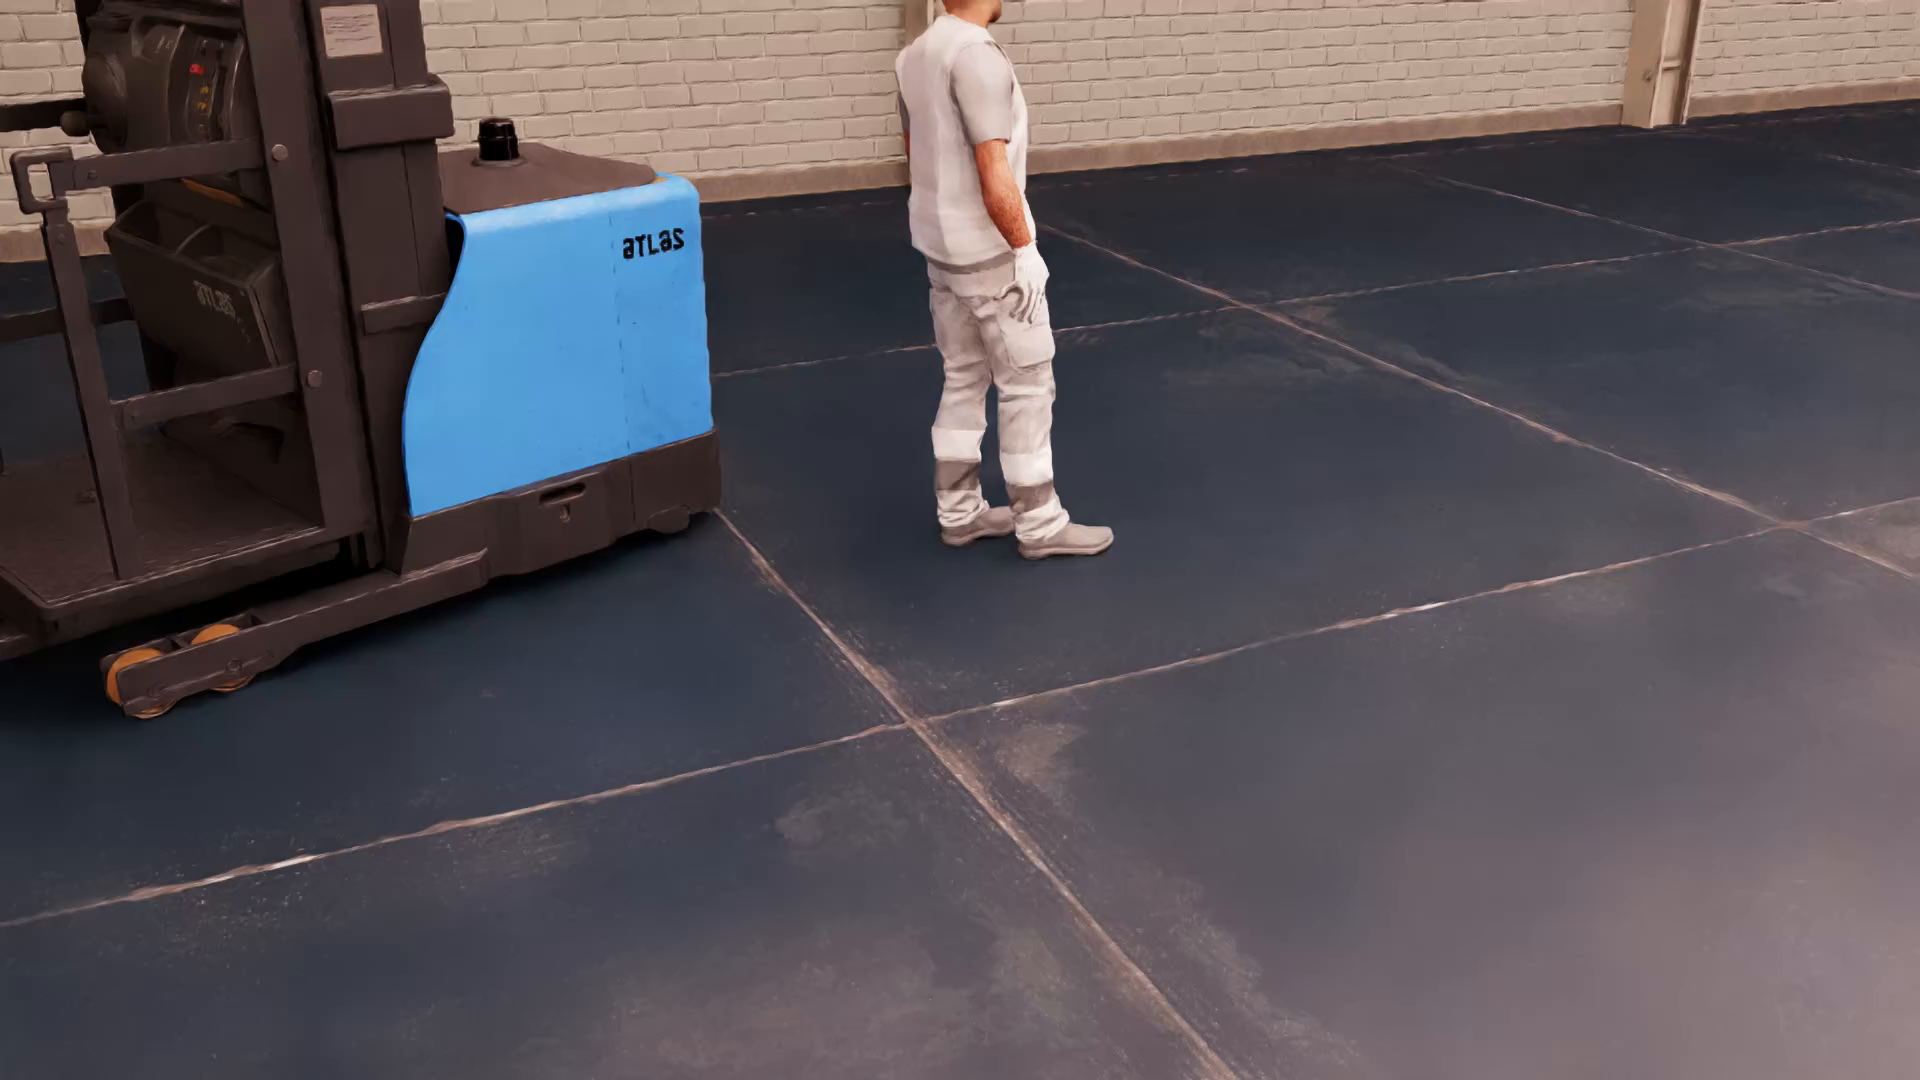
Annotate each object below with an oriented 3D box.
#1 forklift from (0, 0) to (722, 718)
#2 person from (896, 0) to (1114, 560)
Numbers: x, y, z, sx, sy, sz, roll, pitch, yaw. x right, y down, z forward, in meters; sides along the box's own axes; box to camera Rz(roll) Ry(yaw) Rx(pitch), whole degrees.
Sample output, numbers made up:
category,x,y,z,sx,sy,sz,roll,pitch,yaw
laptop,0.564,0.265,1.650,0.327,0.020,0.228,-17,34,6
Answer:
category,x,y,z,sx,sy,sz,roll,pitch,yaw
forklift,-2.143,-1.142,4.036,1.130,2.935,3.031,21,30,41
person,0.116,-0.844,4.813,0.531,1.791,0.678,-11,25,-25
